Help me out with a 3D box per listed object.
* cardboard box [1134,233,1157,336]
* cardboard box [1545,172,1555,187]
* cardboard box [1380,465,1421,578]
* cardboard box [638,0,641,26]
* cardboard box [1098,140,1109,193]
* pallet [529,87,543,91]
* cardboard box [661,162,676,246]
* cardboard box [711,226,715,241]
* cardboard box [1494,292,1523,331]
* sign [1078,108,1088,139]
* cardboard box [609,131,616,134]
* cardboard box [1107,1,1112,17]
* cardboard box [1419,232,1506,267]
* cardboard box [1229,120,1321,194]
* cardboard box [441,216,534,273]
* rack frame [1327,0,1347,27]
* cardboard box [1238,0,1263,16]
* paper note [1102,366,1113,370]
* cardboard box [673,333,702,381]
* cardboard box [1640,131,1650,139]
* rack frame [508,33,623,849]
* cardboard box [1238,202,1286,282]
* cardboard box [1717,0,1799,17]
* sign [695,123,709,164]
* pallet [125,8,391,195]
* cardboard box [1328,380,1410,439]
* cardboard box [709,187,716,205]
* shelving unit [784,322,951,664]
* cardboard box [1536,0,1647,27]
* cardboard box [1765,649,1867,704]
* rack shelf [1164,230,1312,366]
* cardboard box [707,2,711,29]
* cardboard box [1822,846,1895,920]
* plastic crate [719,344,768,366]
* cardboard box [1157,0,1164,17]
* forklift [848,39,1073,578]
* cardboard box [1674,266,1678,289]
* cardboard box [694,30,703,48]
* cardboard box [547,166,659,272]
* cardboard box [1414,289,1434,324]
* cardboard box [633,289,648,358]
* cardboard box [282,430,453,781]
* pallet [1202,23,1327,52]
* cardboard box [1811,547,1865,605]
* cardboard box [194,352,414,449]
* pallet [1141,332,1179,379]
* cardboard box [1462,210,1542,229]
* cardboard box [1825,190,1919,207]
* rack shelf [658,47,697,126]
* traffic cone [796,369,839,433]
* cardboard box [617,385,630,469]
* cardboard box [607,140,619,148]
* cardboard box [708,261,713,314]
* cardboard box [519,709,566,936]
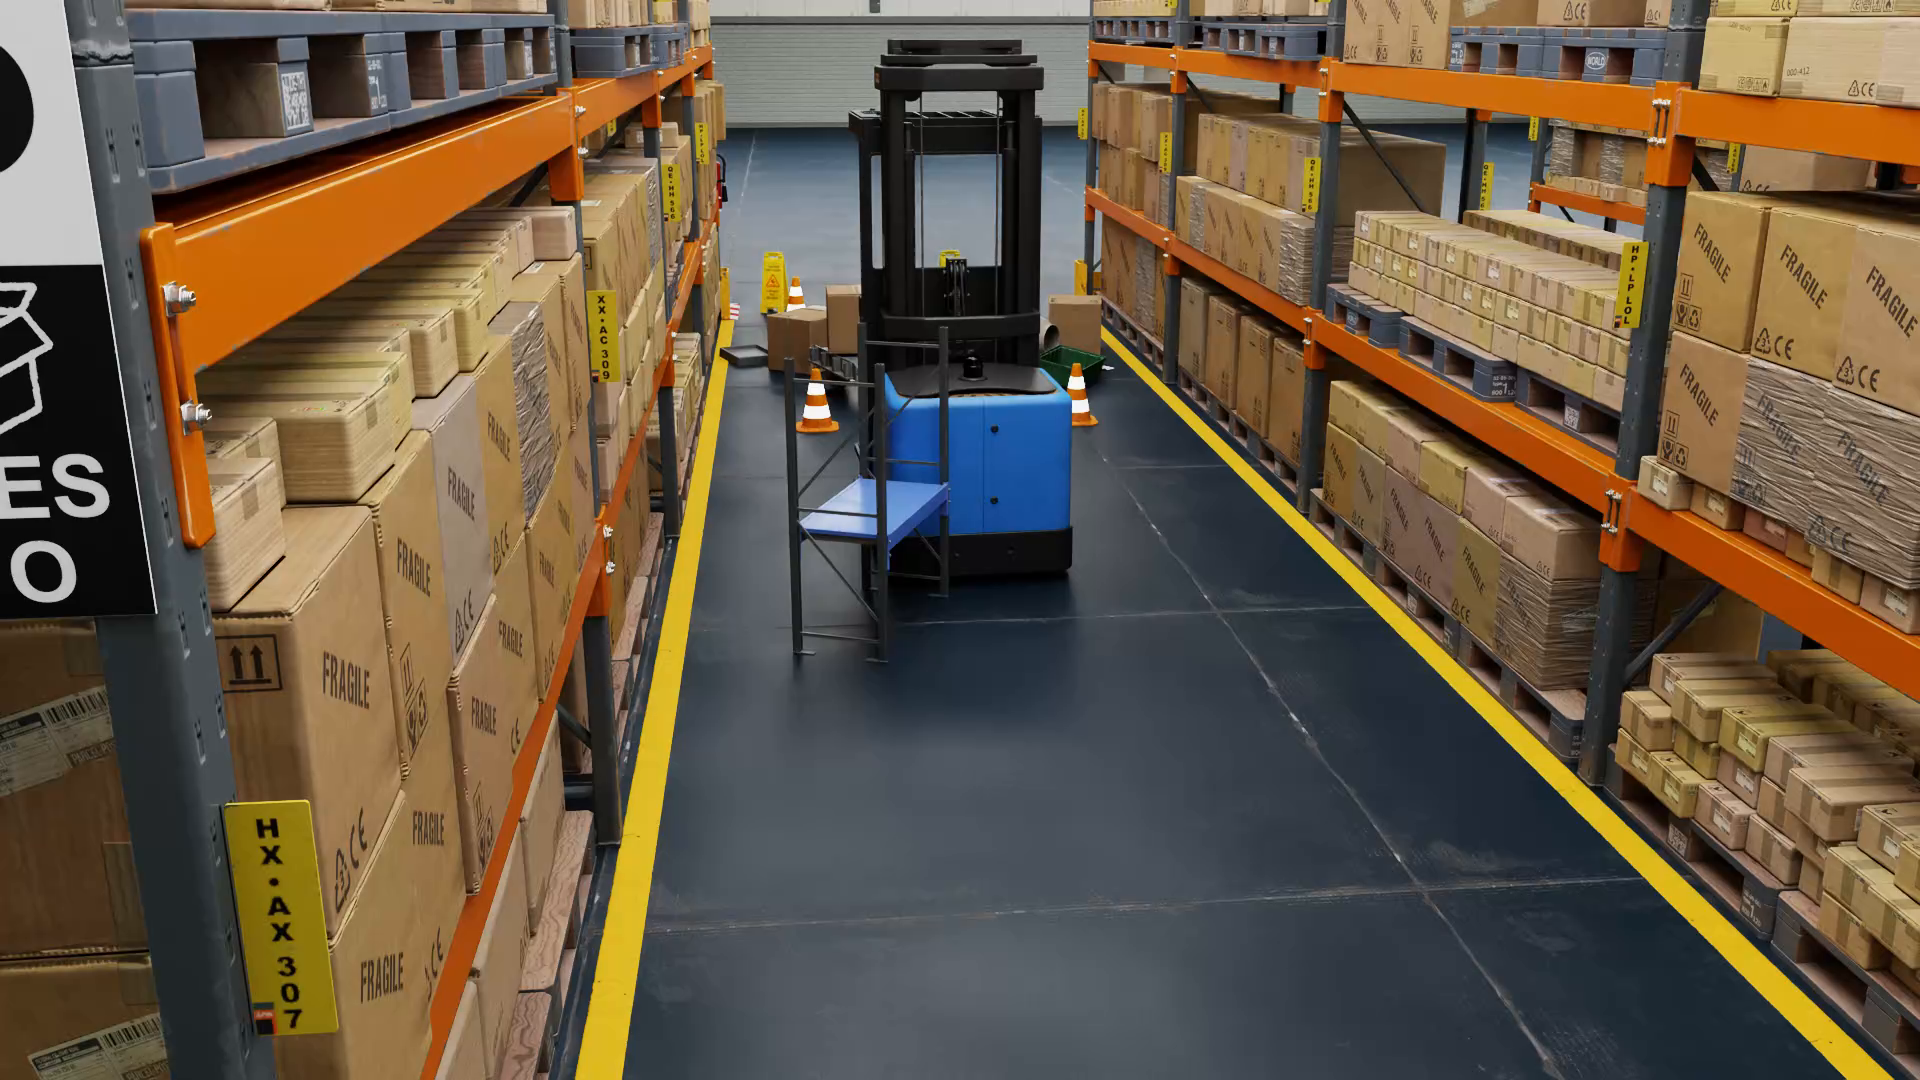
[{"bbox_3d":[2.184,-2.461,15.855,0.875,0.875,0.875,-2,18,-5],"label":"cardboard box"},{"bbox_3d":[6.600,-3.919,18.073,0.380,0.149,0.250,-2,18,-6],"label":"cardboard box"},{"bbox_3d":[2.621,-0.112,8.997,0.500,0.500,0.500,-2,18,-7],"label":"cardboard box"},{"bbox_3d":[-1.734,-2.610,7.997,0.396,0.266,0.258,-2,18,-7],"label":"cardboard box"},{"bbox_3d":[1.947,-3.971,17.567,0.875,0.550,0.550,-2,18,-6],"label":"cardboard box"},{"bbox_3d":[-1.955,-1.862,6.411,0.805,0.209,1.217,-2,18,-8],"label":"pallet"},{"bbox_3d":[-2.101,-2.128,10.583,0.500,0.500,0.500,-1,17,-3],"label":"cardboard box"},{"bbox_3d":[-2.580,-2.968,16.178,0.380,0.149,0.250,-1,17,-5],"label":"cardboard box"},{"bbox_3d":[2.755,-1.079,7.829,0.380,0.149,0.250,-3,18,-8],"label":"cardboard box"},{"bbox_3d":[1.311,-4.444,17.747,0.100,0.325,0.005,-2,18,-6],"label":"sign"},{"bbox_3d":[-3.276,-3.865,16.818,0.500,0.500,0.500,-2,18,-6],"label":"cardboard box"},{"bbox_3d":[1.659,-5.230,16.371,0.380,0.149,0.250,-2,18,-5],"label":"cardboard box"},{"bbox_3d":[2.652,-1.533,8.777,0.380,0.149,0.250,-1,17,-3],"label":"cardboard box"},{"bbox_3d":[2.440,-2.890,12.538,0.700,0.500,0.500,-2,18,-5],"label":"cardboard box"},{"bbox_3d":[-1.544,-0.921,5.182,0.380,0.149,0.250,-1,17,-4],"label":"cardboard box"},{"bbox_3d":[2.689,-4.487,9.446,1.000,3.000,0.127,-2,18,-6],"label":"rack frame"},{"bbox_3d":[2.231,-3.861,11.425,0.500,0.500,0.500,-2,18,-6],"label":"cardboard box"},{"bbox_3d":[1.306,-1.573,15.135,0.142,0.020,0.147,16,24,42],"label":"paper note"},{"bbox_3d":[-2.580,-1.424,13.391,0.950,0.372,0.625,-2,17,-5],"label":"cardboard box"},{"bbox_3d":[6.797,-4.030,15.673,0.500,0.500,0.500,-2,18,-6],"label":"cardboard box"},{"bbox_3d":[-1.812,-0.250,5.966,1.000,3.000,0.127,-2,18,-6],"label":"rack frame"},{"bbox_3d":[2.274,-2.096,11.679,0.500,0.500,0.500,-2,18,-7],"label":"cardboard box"},{"bbox_3d":[2.913,-1.880,5.567,0.500,0.250,0.500,-1,17,-4],"label":"cardboard box"},{"bbox_3d":[-2.085,-3.204,13.443,0.100,0.325,0.005,-2,18,-6],"label":"sign"},{"bbox_3d":[-1.486,-0.668,2.437,1.003,0.211,1.213,-2,18,-6],"label":"pallet"},{"bbox_3d":[2.519,-0.778,9.866,0.500,0.250,0.500,-3,18,-8],"label":"cardboard box"},{"bbox_3d":[-2.600,-3.376,16.342,0.380,0.149,0.250,-1,17,-5],"label":"cardboard box"},{"bbox_3d":[-0.450,-0.275,8.548,0.538,1.500,1.048,5,18,16],"label":"shelving unit"},{"bbox_3d":[3.073,-2.578,7.500,0.797,0.503,0.637,-2,18,-6],"label":"cardboard box"},{"bbox_3d":[3.397,0.541,6.512,0.380,0.149,0.250,-1,17,-4],"label":"cardboard box"},{"bbox_3d":[2.483,-1.878,12.351,1.077,0.370,4.000,-2,18,-6],"label":"rack shelf"},{"bbox_3d":[-2.728,-5.183,16.424,0.500,0.250,0.500,-2,18,-6],"label":"cardboard box"},{"bbox_3d":[2.990,1.087,5.269,0.380,0.149,0.250,-2,18,-6],"label":"cardboard box"},{"bbox_3d":[-1.983,-1.734,15.566,0.402,0.080,0.583,-8,19,-25],"label":"plastic crate"},{"bbox_3d":[1.895,-4.550,14.205,0.380,0.149,0.250,-1,17,-5],"label":"cardboard box"},{"bbox_3d":[-0.094,-1.585,10.332,1.130,2.935,3.031,-3,18,-8],"label":"forklift"},{"bbox_3d":[3.437,-1.163,7.598,0.380,0.149,0.250,-2,18,-6],"label":"cardboard box"},{"bbox_3d":[-2.471,-4.432,14.698,0.380,0.149,0.250,-2,18,-7],"label":"cardboard box"},{"bbox_3d":[-1.850,-1.668,8.646,0.500,0.500,0.500,-1,17,-5],"label":"cardboard box"},{"bbox_3d":[2.649,-1.246,8.856,0.380,0.149,0.250,-1,17,-4],"label":"cardboard box"},{"bbox_3d":[-1.738,-1.013,7.812,0.500,0.250,0.500,-2,18,-7],"label":"cardboard box"},{"bbox_3d":[-1.225,0.111,2.979,0.500,0.500,0.500,-2,18,-7],"label":"cardboard box"},{"bbox_3d":[2.420,-3.885,12.855,0.805,0.209,1.217,-2,18,-8],"label":"pallet"},{"bbox_3d":[2.969,0.092,5.296,0.380,0.149,0.250,-1,17,-5],"label":"cardboard box"},{"bbox_3d":[-1.216,-0.242,3.020,0.380,0.149,0.250,-2,18,-7],"label":"cardboard box"},{"bbox_3d":[2.276,-1.715,15.288,1.003,0.211,1.213,-2,18,-6],"label":"pallet"},{"bbox_3d":[3.196,-1.857,9.811,0.380,0.149,0.250,-2,18,-8],"label":"cardboard box"},{"bbox_3d":[3.419,-0.968,5.920,0.500,0.500,0.500,-2,18,-8],"label":"cardboard box"},{"bbox_3d":[-2.430,-3.126,11.319,1.077,0.370,4.000,-2,18,-6],"label":"rack shelf"},{"bbox_3d":[-1.116,-1.097,12.899,0.336,0.463,0.334,-2,18,-6],"label":"traffic cone"},{"bbox_3d":[-1.649,-0.472,6.923,0.500,0.250,0.500,-2,18,-7],"label":"cardboard box"},{"bbox_3d":[-2.821,-2.726,12.487,0.500,0.500,0.500,-2,18,-5],"label":"cardboard box"},{"bbox_3d":[-2.496,-2.223,14.888,0.500,0.500,0.500,-1,17,-3],"label":"cardboard box"},{"bbox_3d":[-1.854,0.962,5.681,0.875,0.438,0.875,-2,18,-6],"label":"cardboard box"}]
